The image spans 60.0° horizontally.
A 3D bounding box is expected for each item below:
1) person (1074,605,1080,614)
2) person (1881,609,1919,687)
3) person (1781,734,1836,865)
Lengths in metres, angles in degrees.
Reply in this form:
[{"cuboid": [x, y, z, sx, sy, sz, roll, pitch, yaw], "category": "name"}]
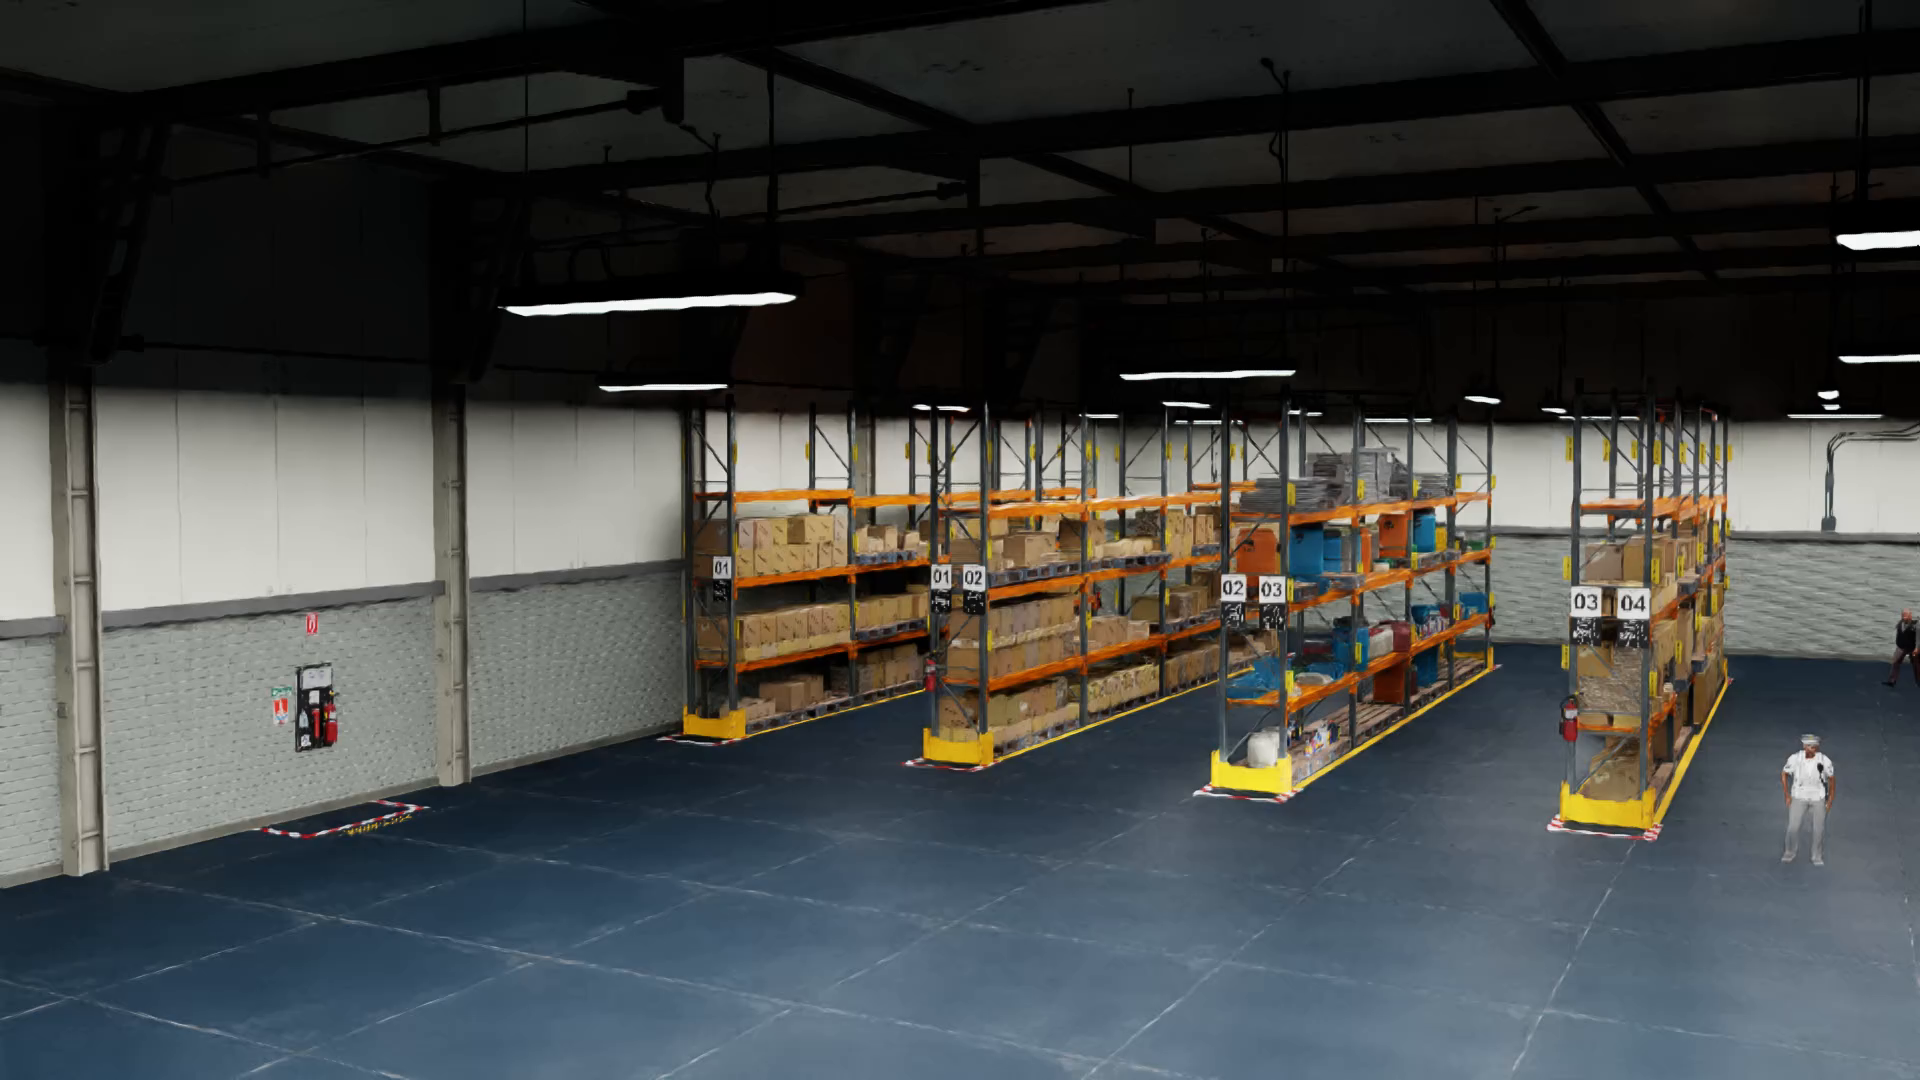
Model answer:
[{"cuboid": [3.007, 1.759, 44.732, 0.602, 1.785, 0.564, -1, 3, -25], "category": "person"}, {"cuboid": [20.112, 2.296, 35.342, 0.902, 1.682, 0.584, -2, 3, -31], "category": "person"}, {"cuboid": [10.295, 3.131, 20.186, 0.592, 1.629, 0.532, 1, 3, 26], "category": "person"}]
